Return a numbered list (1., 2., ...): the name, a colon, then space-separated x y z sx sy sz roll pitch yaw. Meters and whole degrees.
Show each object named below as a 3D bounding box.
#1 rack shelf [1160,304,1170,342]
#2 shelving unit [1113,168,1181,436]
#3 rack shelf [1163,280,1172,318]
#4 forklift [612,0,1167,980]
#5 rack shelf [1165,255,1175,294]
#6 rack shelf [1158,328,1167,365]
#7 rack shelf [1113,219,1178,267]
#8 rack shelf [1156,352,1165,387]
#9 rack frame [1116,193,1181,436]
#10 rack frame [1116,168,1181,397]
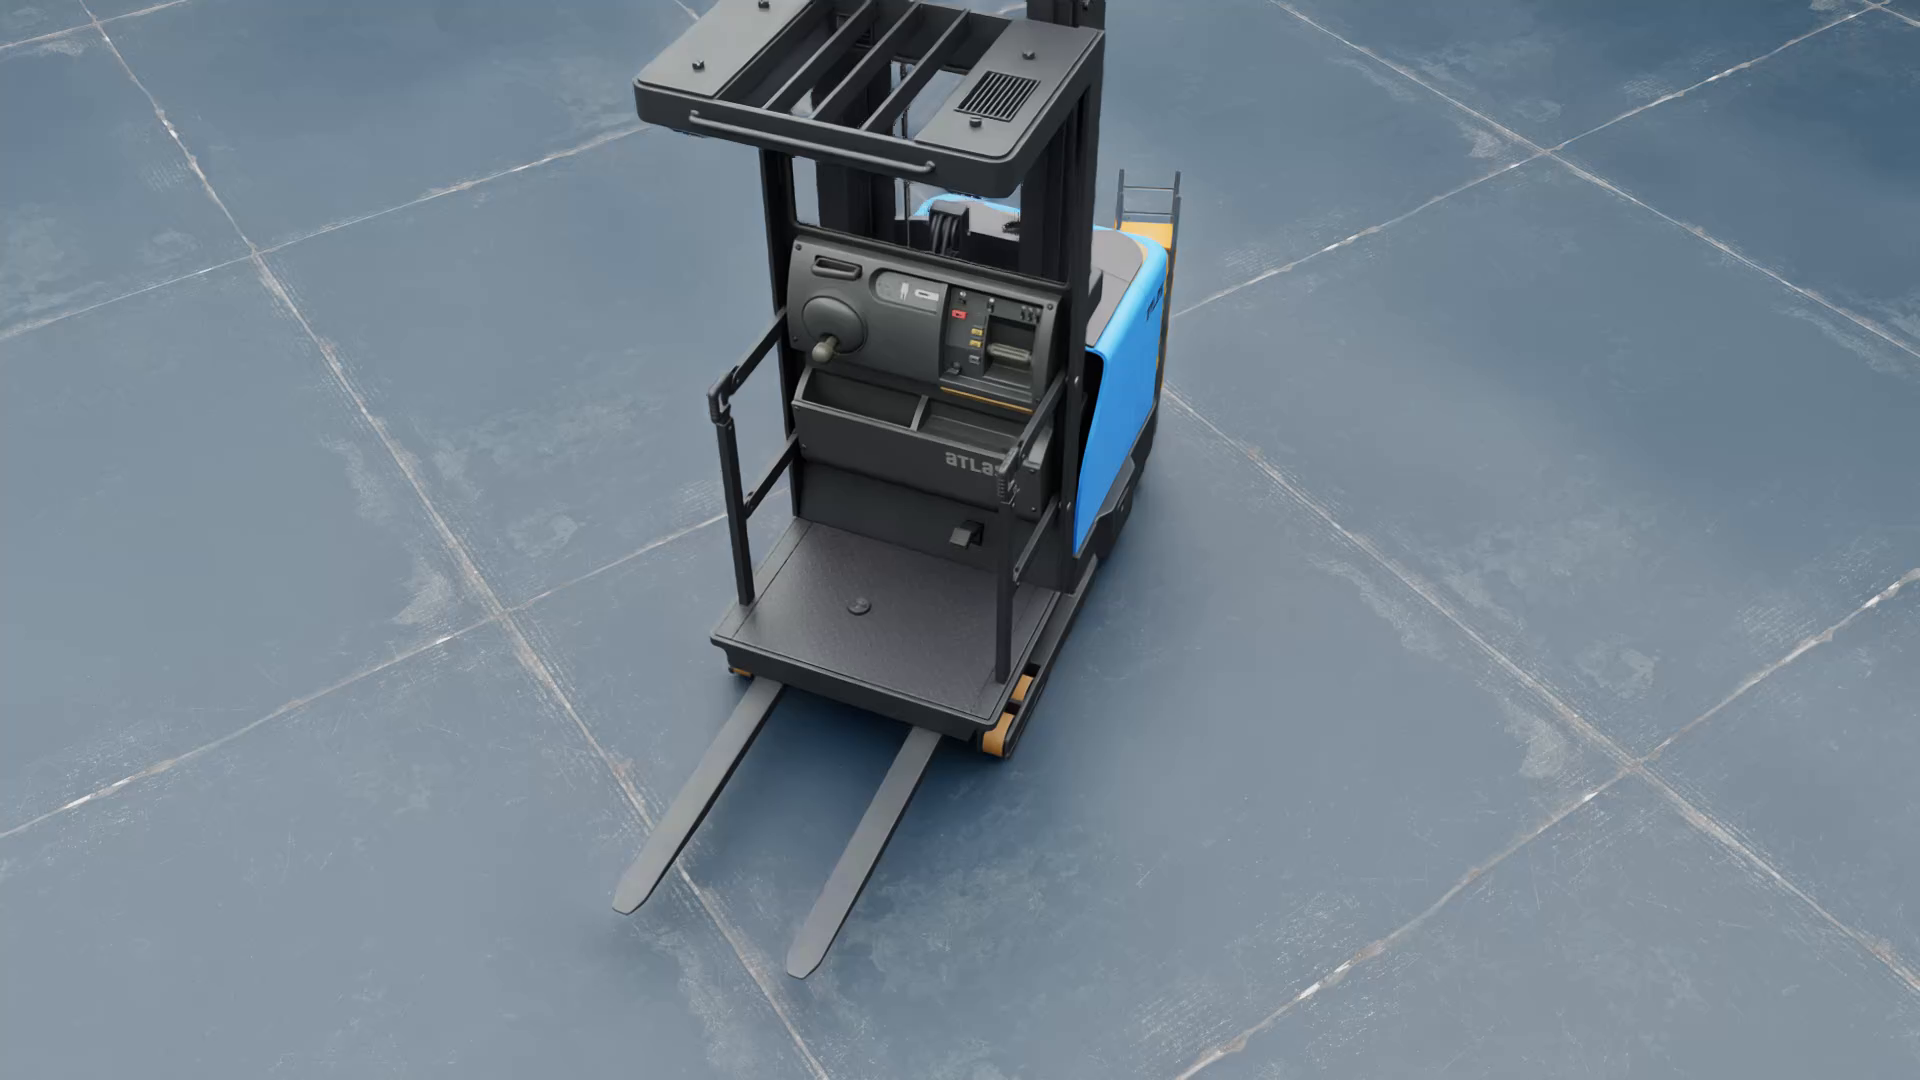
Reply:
1. rack shelf: 0.740 -0.926 6.916 0.258 0.103 0.180 3 44 4
2. shelving unit: 0.740 -0.958 6.885 0.258 1.200 0.189 3 44 4
3. rack shelf: 0.740 -1.013 6.833 0.258 0.103 0.180 3 44 4
4. forklift: -0.211 -0.623 5.280 1.130 2.935 3.031 16 46 16
5. rack shelf: 0.740 -1.100 6.750 0.258 0.103 0.180 3 44 4
6. rack shelf: 0.740 -0.839 6.999 0.258 0.103 0.180 3 44 4
7. rack shelf: 0.740 -1.187 6.667 0.258 0.103 0.180 3 44 4
8. rack shelf: 0.740 -0.753 7.081 0.258 0.103 0.180 3 44 4
9. rack frame: 0.732 -0.895 6.819 0.240 1.200 0.006 3 44 4
10. rack frame: 0.748 -1.021 6.951 0.240 1.200 0.006 3 44 4
